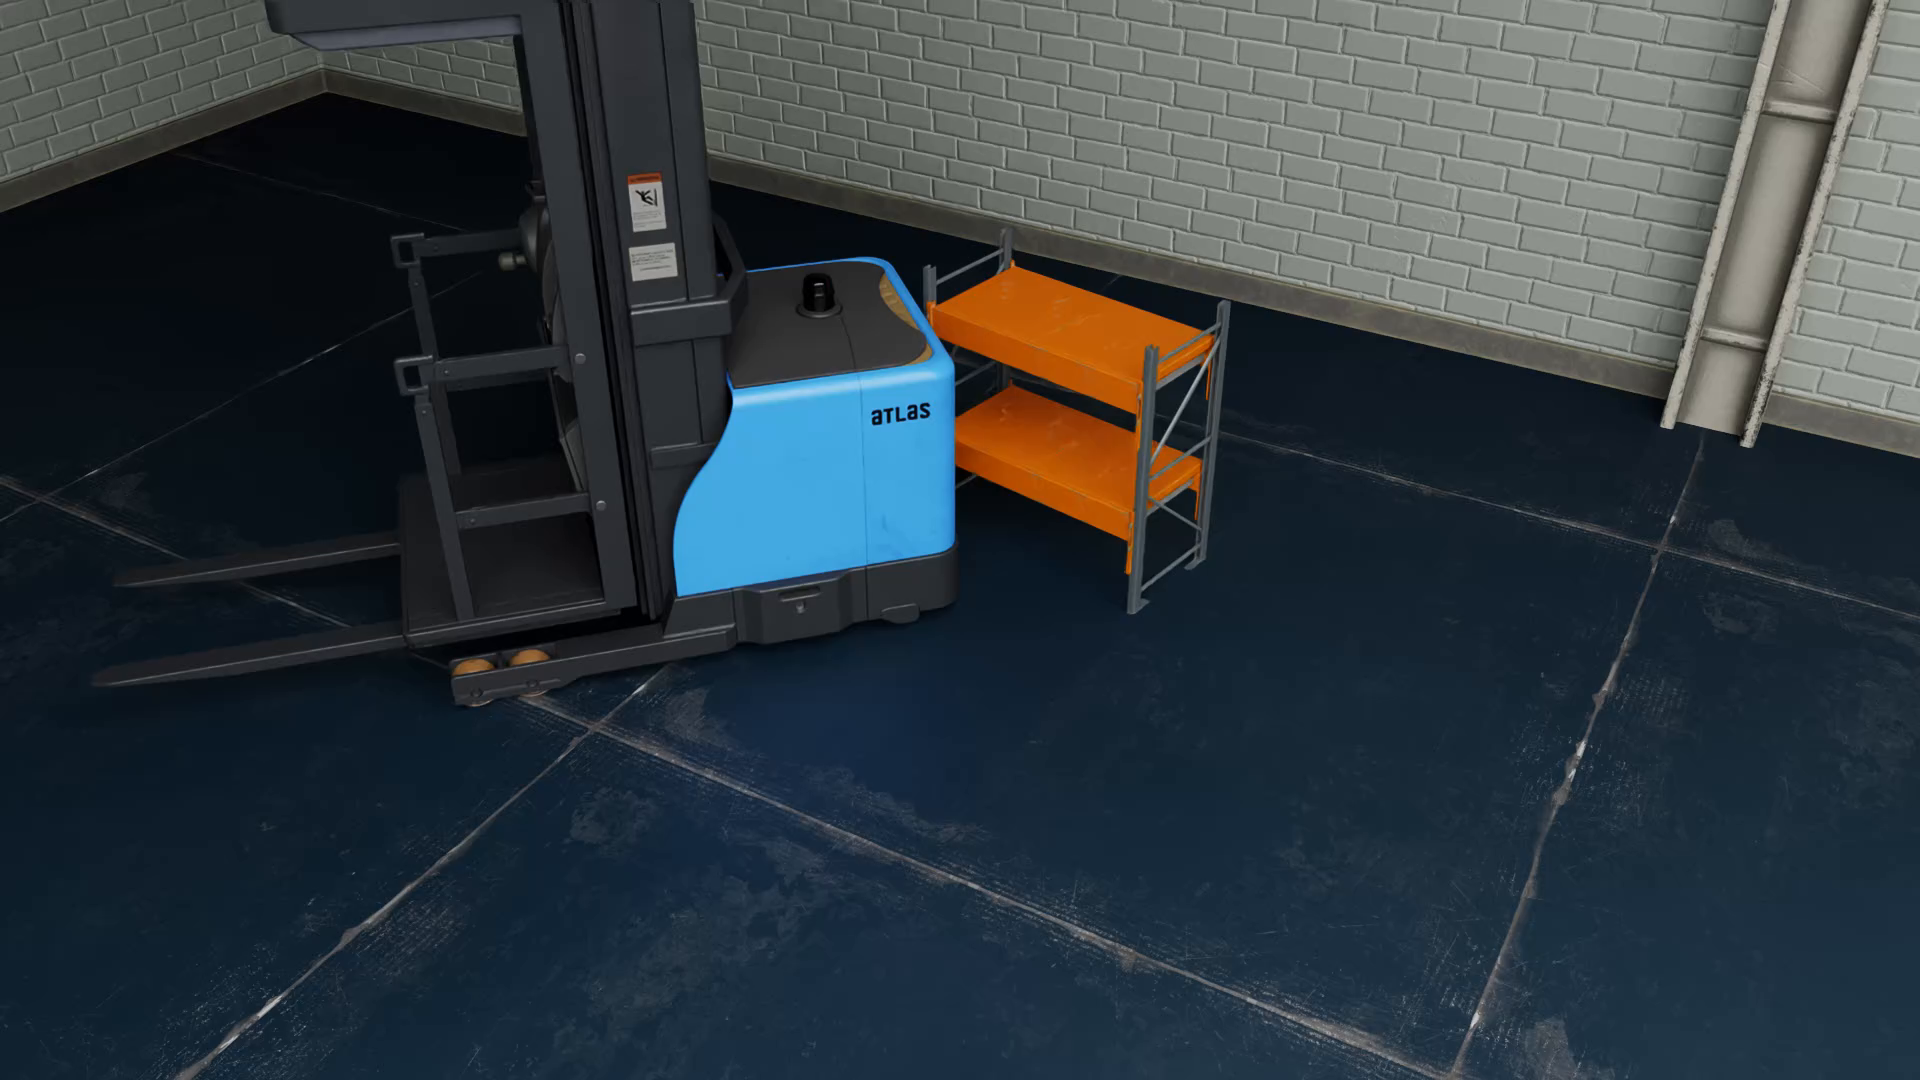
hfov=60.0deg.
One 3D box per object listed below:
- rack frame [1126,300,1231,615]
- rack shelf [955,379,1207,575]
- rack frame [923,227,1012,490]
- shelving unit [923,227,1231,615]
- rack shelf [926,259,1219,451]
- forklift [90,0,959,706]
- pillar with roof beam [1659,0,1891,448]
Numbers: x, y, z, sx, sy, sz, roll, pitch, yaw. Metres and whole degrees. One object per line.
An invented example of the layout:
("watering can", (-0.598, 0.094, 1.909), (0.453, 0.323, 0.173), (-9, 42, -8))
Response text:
("rack frame", (0.808, -0.292, 6.174), (0.032, 1.125, 0.500), (25, 41, 33))
("rack shelf", (0.421, -0.271, 6.584), (1.000, 0.278, 0.538), (25, 41, 33))
("rack frame", (0.033, -0.657, 6.722), (0.032, 1.125, 0.500), (25, 41, 33))
("shelving unit", (0.421, -0.475, 6.448), (1.048, 1.125, 0.538), (25, 41, 33))
("rack shelf", (0.421, -0.718, 6.286), (1.000, 0.278, 0.538), (25, 41, 33))
("forklift", (-1.579, -0.960, 5.547), (3.031, 2.935, 1.130), (-9, 35, -14))
("pillar with roof beam", (1.275, -2.208, 1.947), (0.400, 9.000, 9.100), (18, 37, 24))
